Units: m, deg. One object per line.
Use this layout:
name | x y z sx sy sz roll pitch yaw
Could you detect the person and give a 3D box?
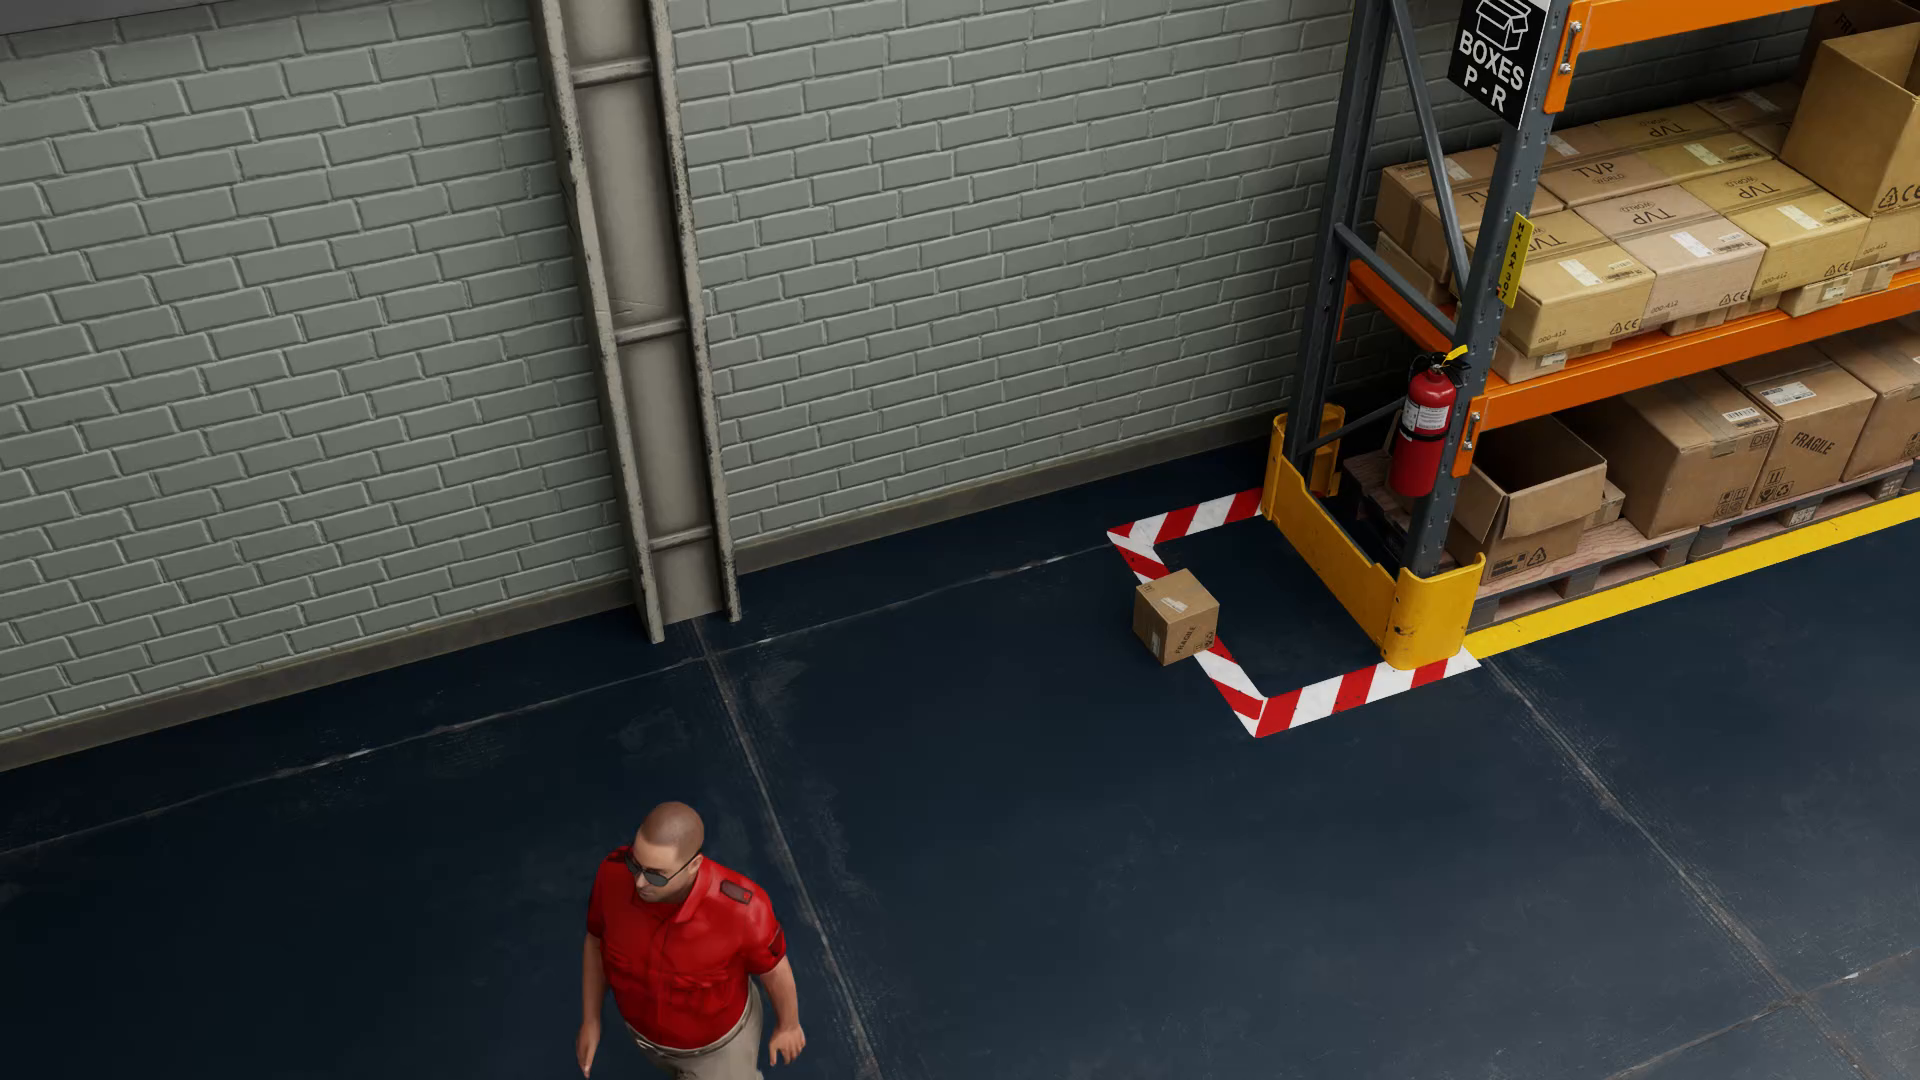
person | -0.775 1.402 4.614 0.579 1.781 0.725 17 44 19
